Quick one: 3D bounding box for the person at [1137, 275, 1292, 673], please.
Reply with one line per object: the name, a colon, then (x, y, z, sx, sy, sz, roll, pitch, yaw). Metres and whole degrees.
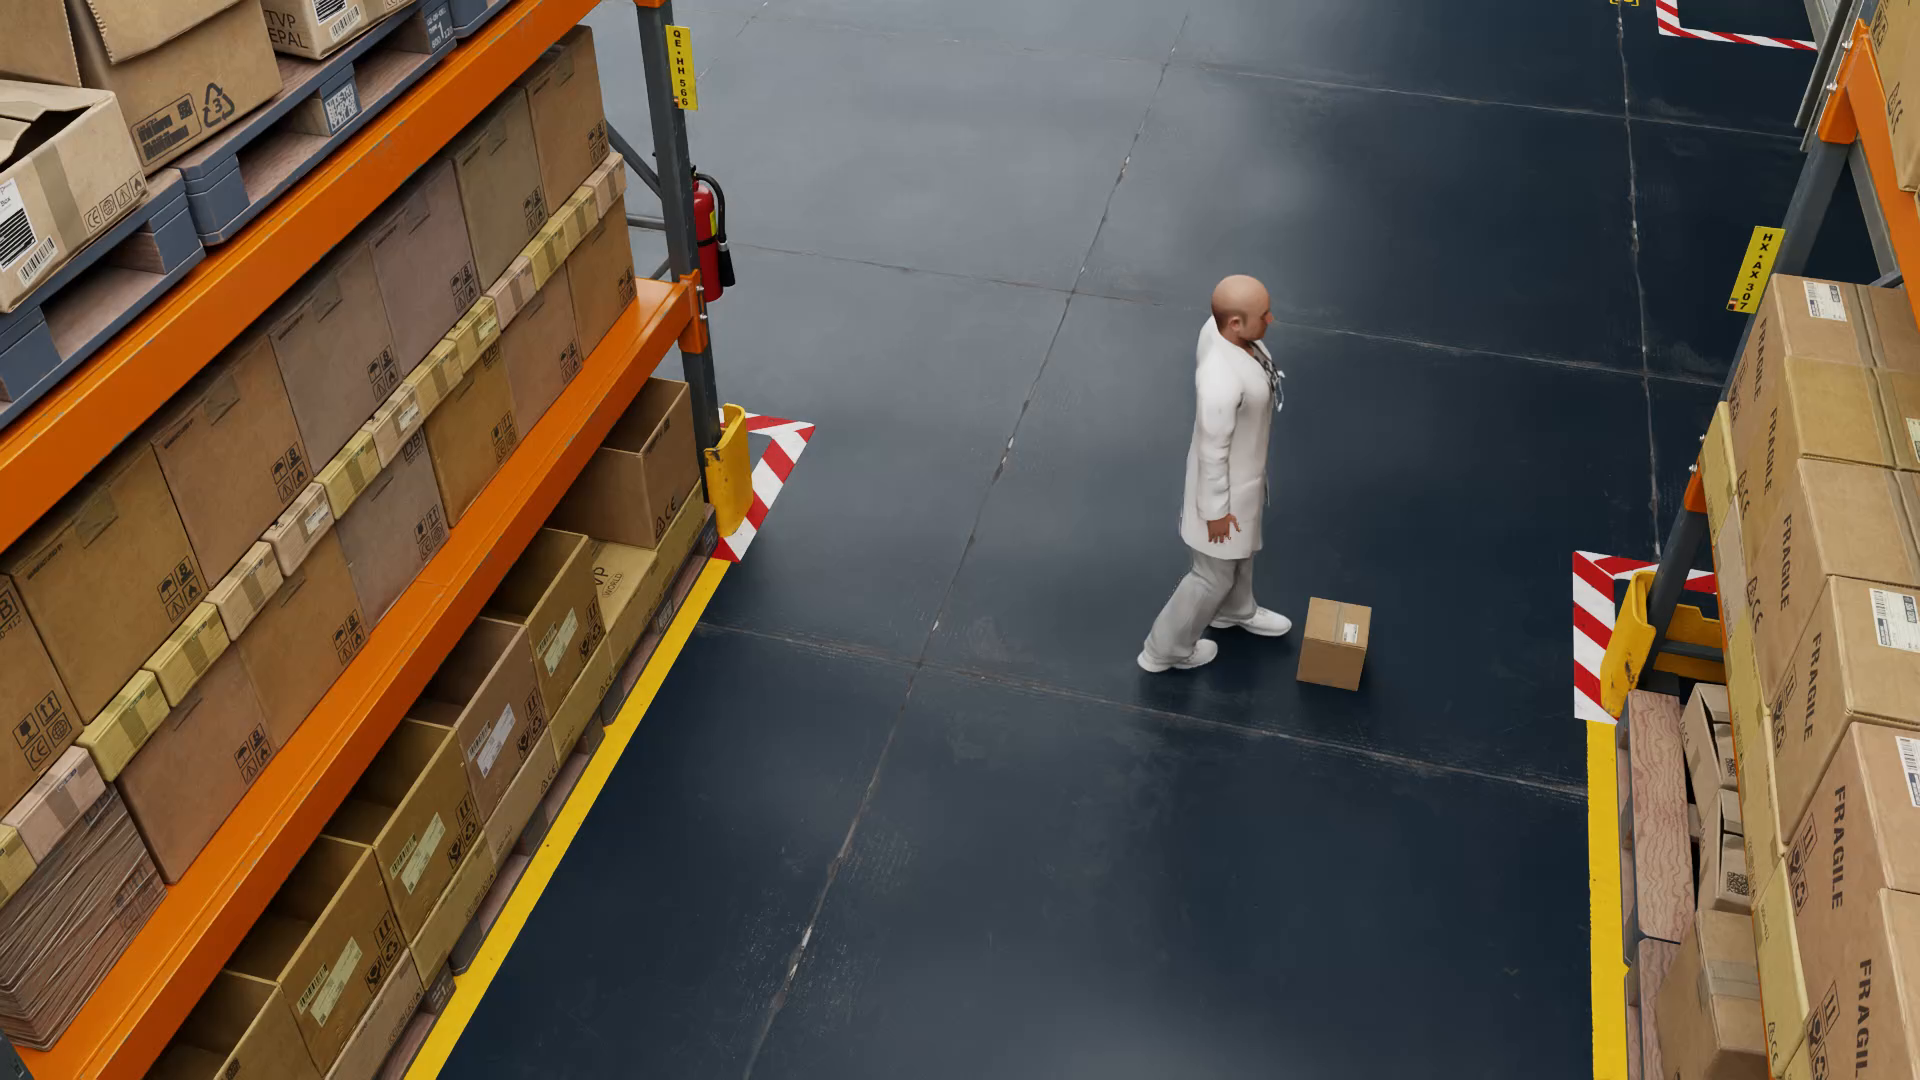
person: (1.077, -0.246, 6.460, 0.633, 1.795, 0.618, 6, 41, 6)
